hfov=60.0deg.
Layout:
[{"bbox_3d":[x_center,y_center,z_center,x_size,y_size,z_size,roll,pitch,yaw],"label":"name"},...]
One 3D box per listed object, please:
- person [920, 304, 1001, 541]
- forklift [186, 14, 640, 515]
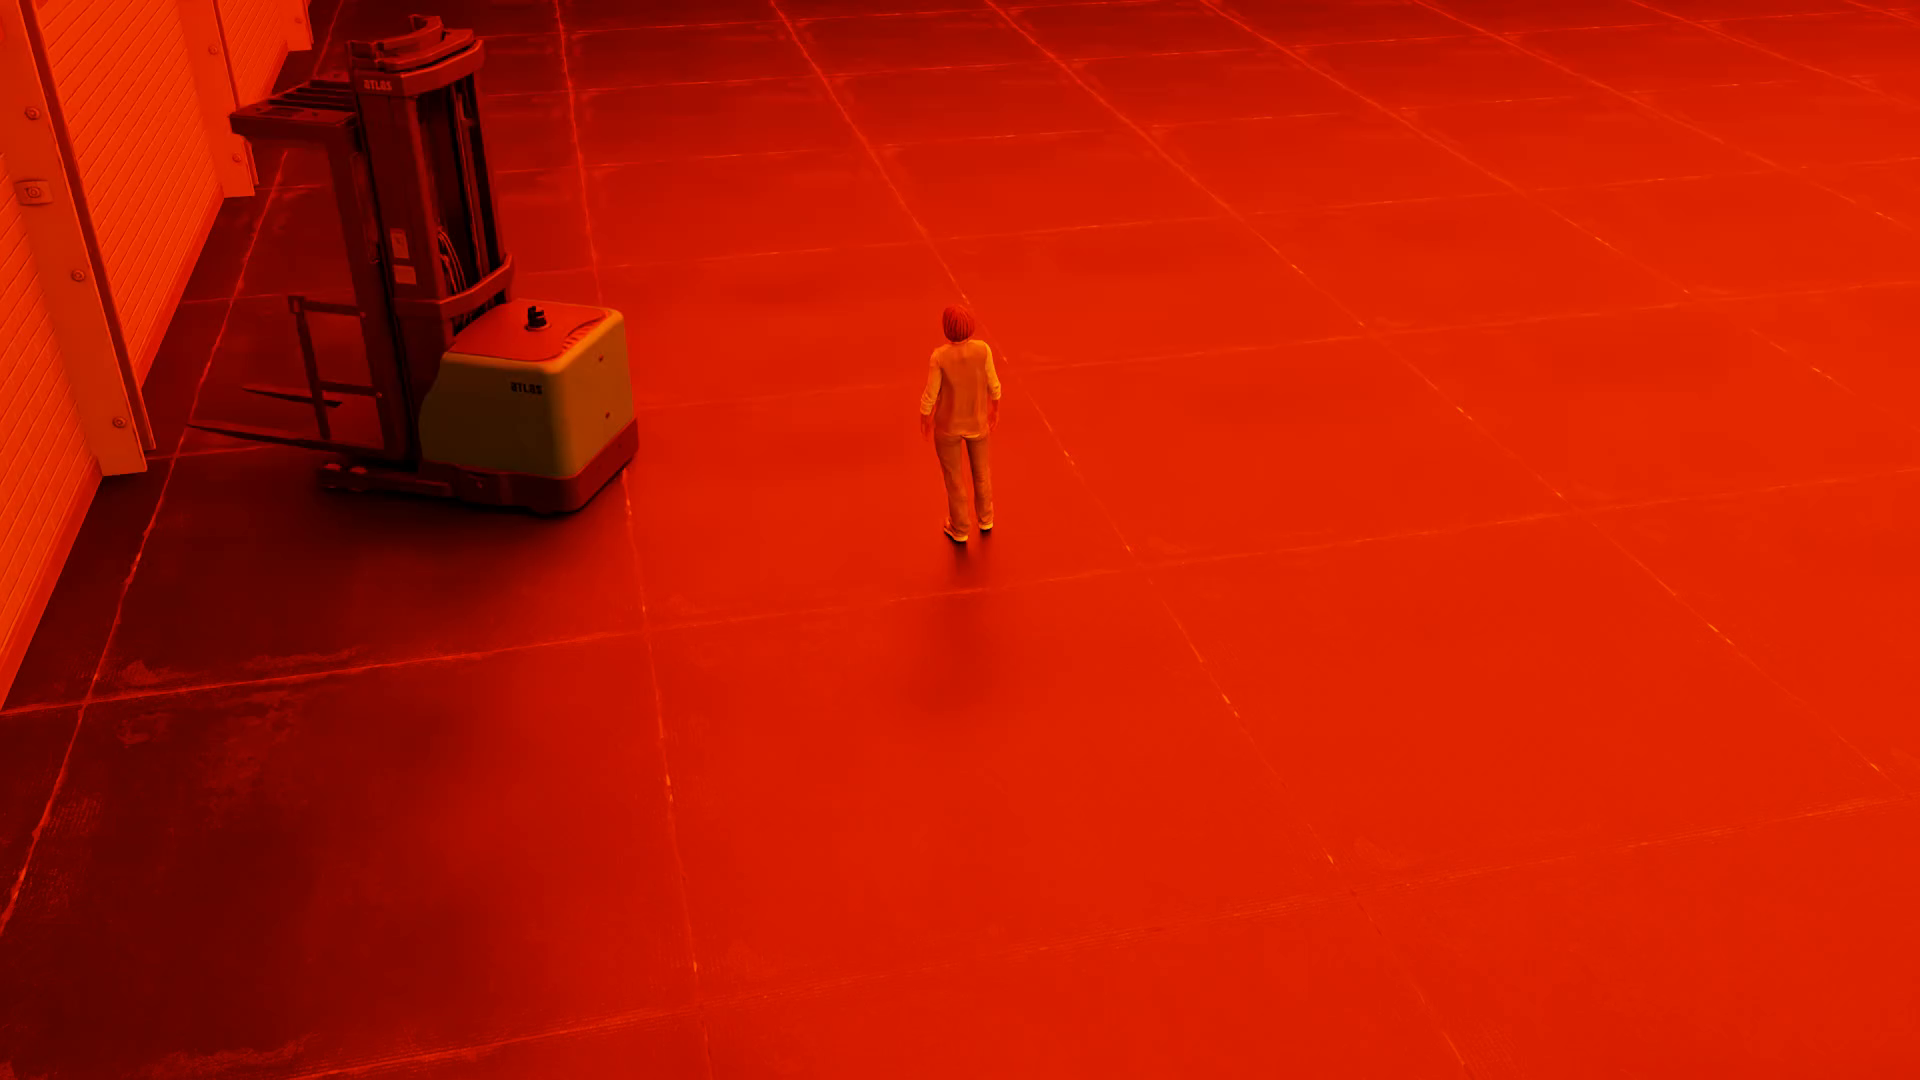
[{"bbox_3d":[-0.004,-0.729,10.166,0.521,1.584,0.473,-7,31,-12],"label":"person"},{"bbox_3d":[-3.781,-1.832,10.739,3.031,2.935,1.130,8,31,13],"label":"forklift"}]
